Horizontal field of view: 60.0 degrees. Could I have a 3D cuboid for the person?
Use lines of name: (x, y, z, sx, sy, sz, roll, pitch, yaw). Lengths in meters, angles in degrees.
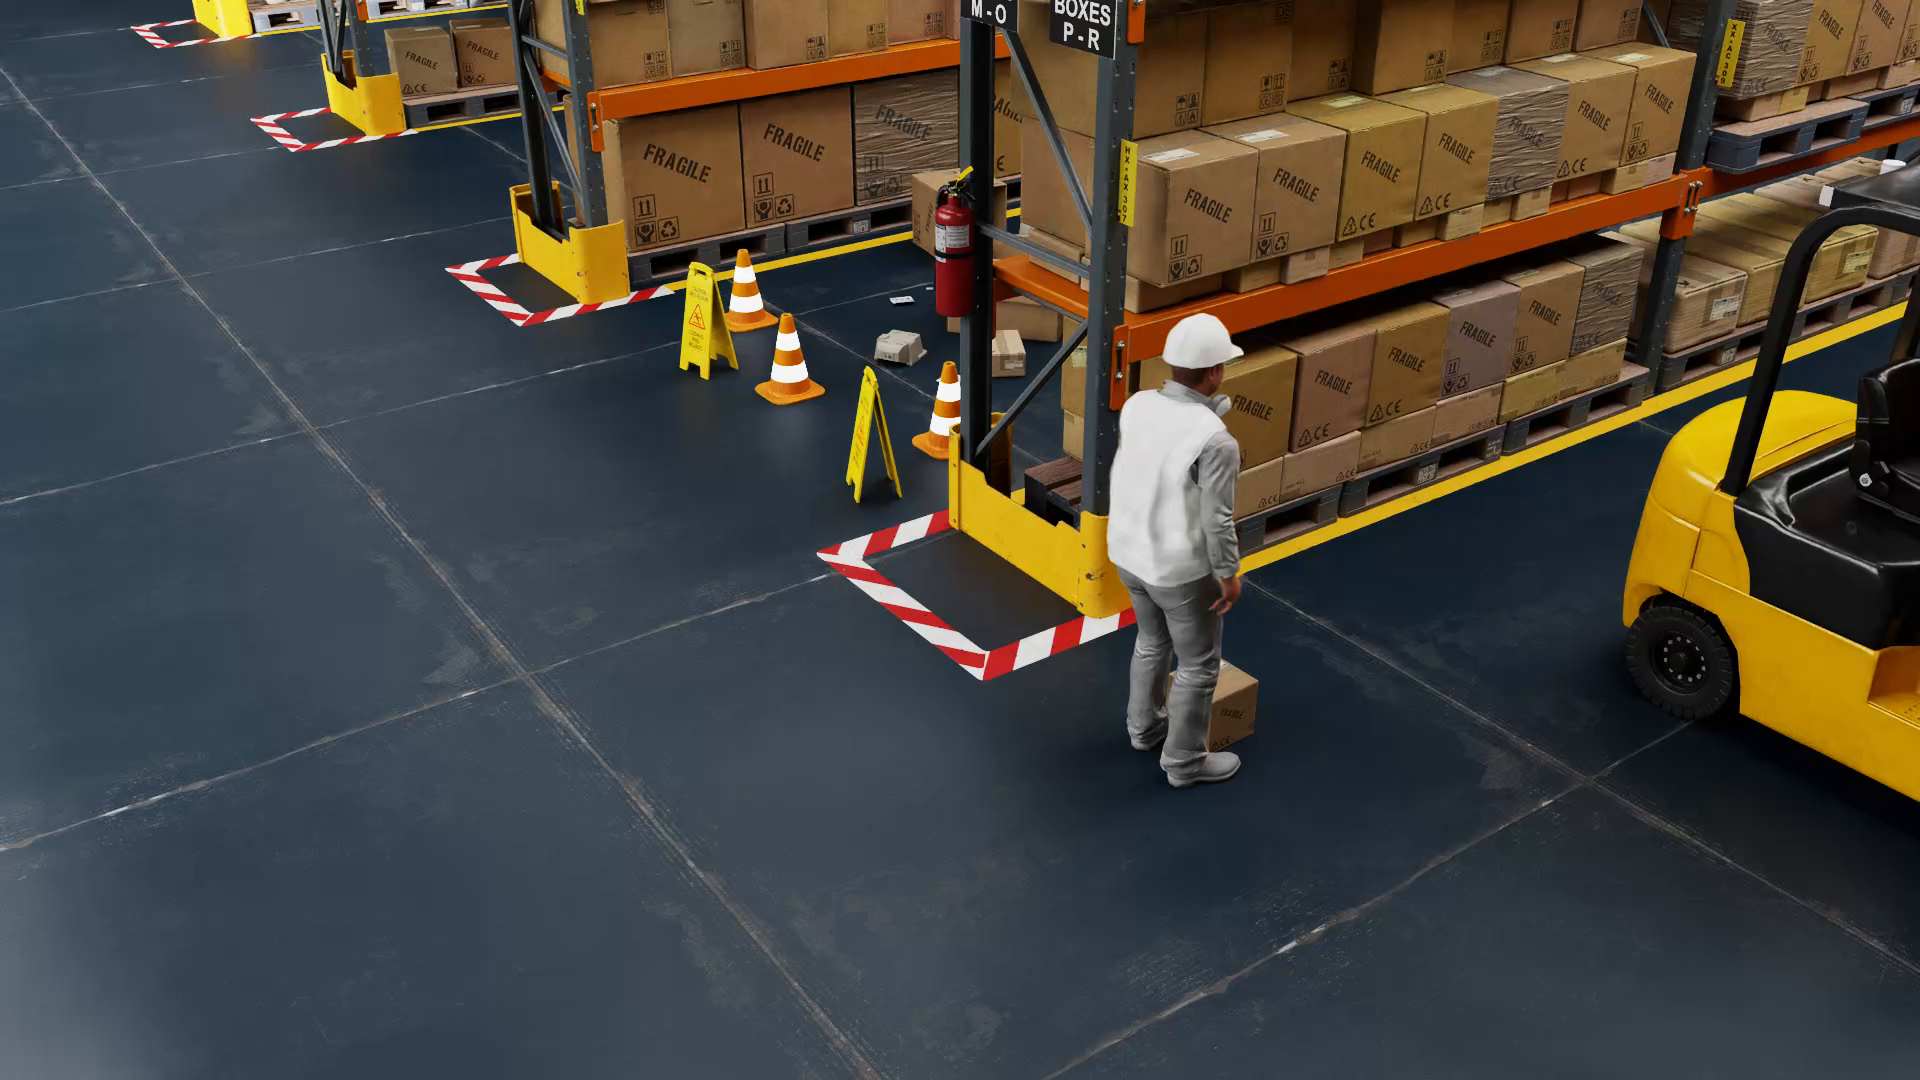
person: (0.779, 0.045, 6.012, 0.466, 1.771, 0.584, -19, 34, -31)
